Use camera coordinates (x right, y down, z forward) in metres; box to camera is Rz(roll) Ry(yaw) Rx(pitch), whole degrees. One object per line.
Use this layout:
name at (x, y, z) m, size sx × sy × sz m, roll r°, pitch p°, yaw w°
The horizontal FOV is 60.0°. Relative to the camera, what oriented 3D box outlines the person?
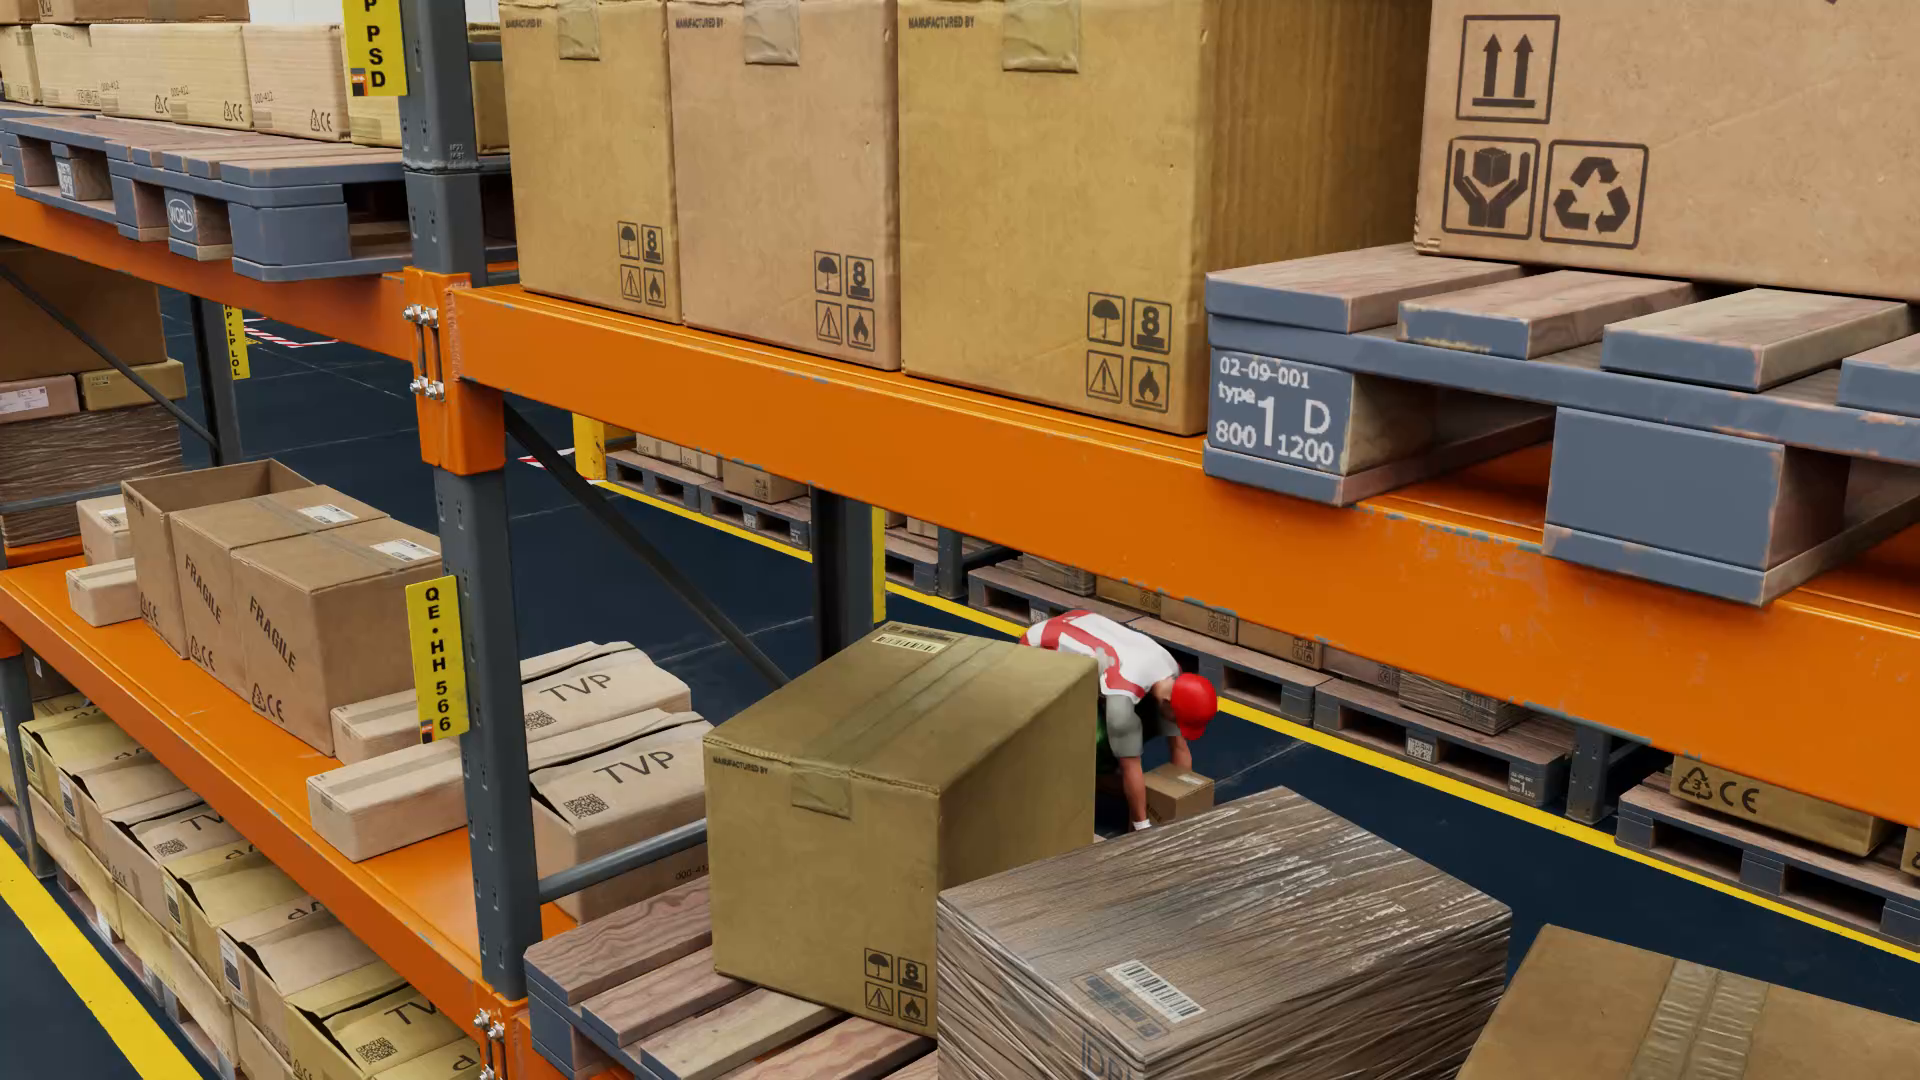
person at (0.681, 0.783, 7.110) m, size 0.965 × 0.869 × 0.533 m, roll 16°, pitch 23°, yaw 42°
